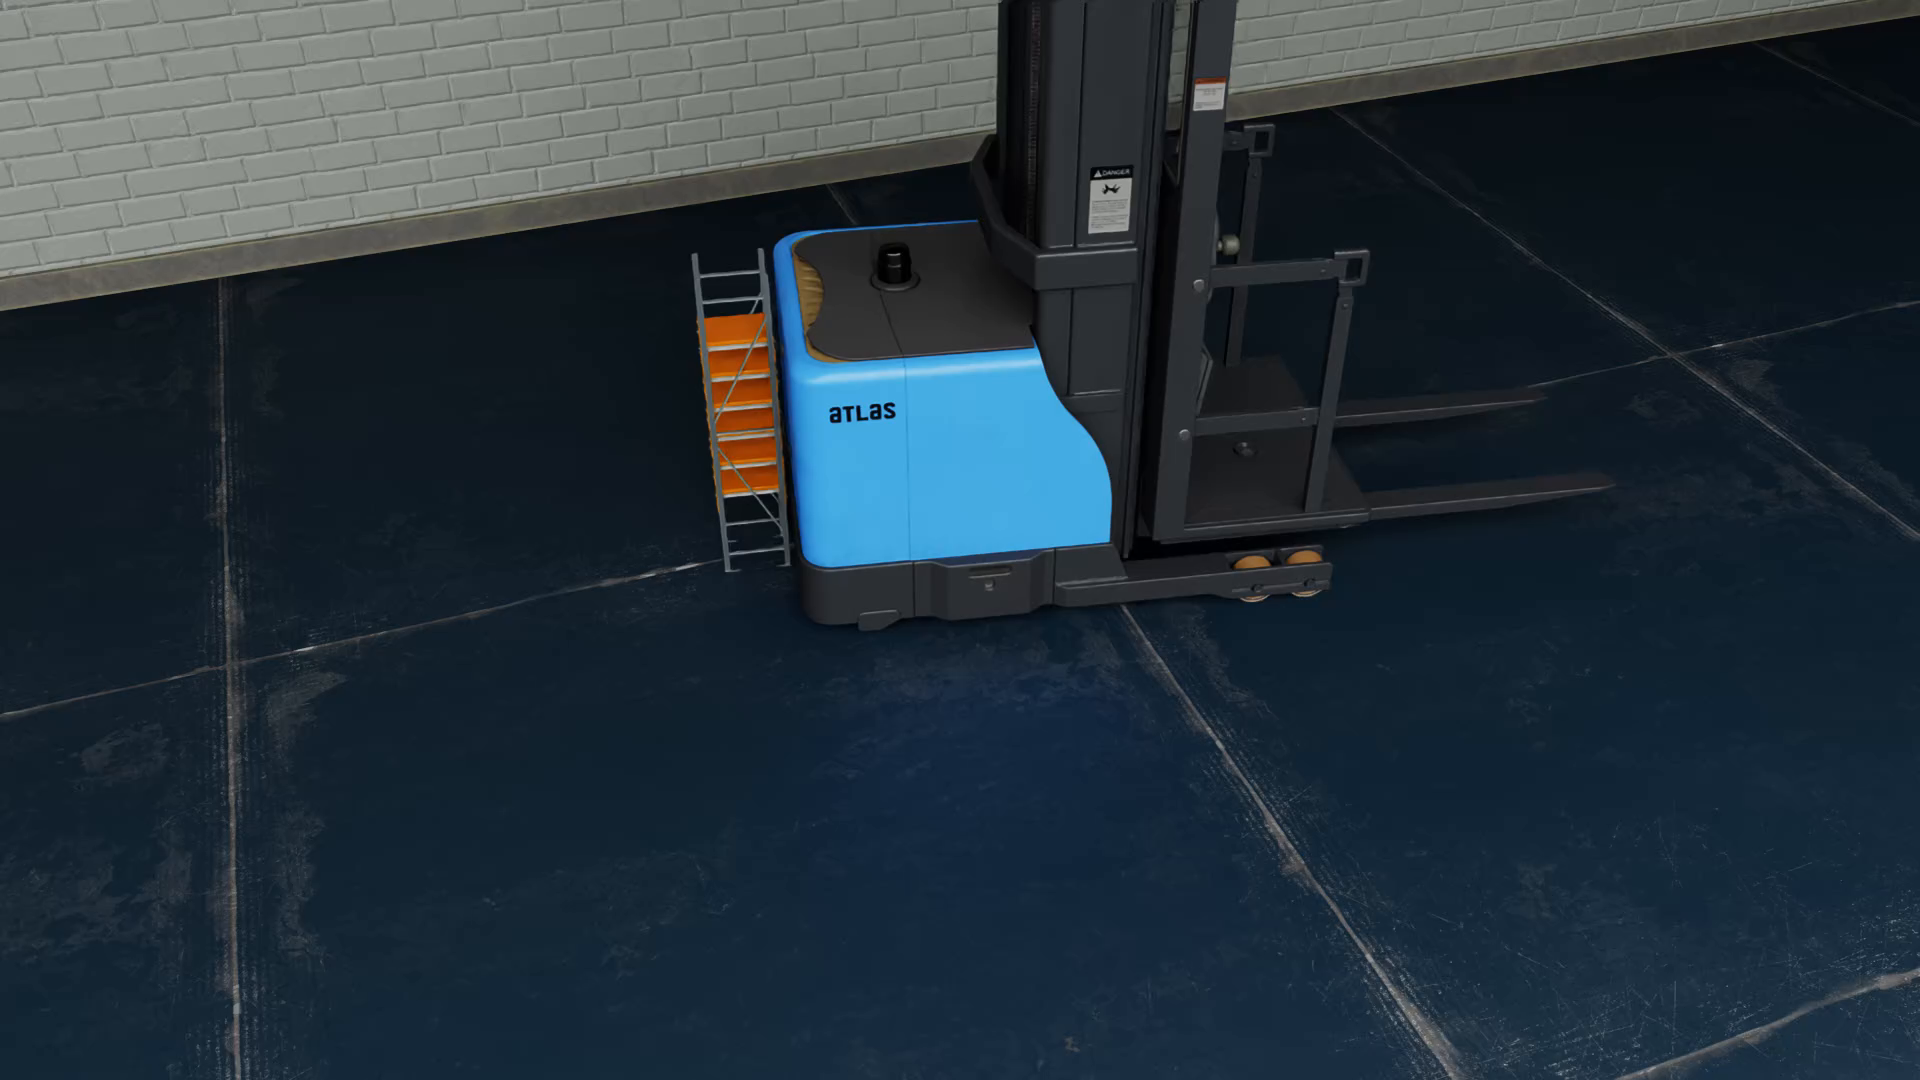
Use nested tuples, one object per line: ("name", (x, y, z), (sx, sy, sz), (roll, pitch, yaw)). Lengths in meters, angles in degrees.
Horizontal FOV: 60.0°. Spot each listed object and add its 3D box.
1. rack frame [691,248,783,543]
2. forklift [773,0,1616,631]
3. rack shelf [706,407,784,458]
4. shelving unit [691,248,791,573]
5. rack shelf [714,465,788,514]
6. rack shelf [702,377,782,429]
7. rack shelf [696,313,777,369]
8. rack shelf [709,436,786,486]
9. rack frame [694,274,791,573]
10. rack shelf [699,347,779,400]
("rack frame", (-0.773, -0.481, 5.892), (0.240, 1.200, 0.006), (-6, 37, -8))
("forklift", (0.885, -1.259, 5.485), (3.031, 2.935, 1.130), (-5, 37, -7))
("rack shelf", (-0.757, -0.392, 5.847), (0.258, 0.103, 0.180), (-6, 37, -8))
("shelving unit", (-0.757, -0.427, 5.820), (0.258, 1.200, 0.189), (-6, 37, -8))
("rack shelf", (-0.757, -0.200, 5.991), (0.258, 0.103, 0.180), (-6, 37, -8))
("rack shelf", (-0.757, -0.487, 5.774), (0.258, 0.103, 0.180), (-6, 37, -8))
("rack shelf", (-0.757, -0.679, 5.630), (0.258, 0.103, 0.180), (-6, 37, -8))
("rack shelf", (-0.757, -0.296, 5.919), (0.258, 0.103, 0.180), (-6, 37, -8))
("rack frame", (-0.741, -0.373, 5.748), (0.240, 1.200, 0.006), (-6, 37, -8))
("rack shelf", (-0.757, -0.583, 5.702), (0.258, 0.103, 0.180), (-6, 37, -8))
